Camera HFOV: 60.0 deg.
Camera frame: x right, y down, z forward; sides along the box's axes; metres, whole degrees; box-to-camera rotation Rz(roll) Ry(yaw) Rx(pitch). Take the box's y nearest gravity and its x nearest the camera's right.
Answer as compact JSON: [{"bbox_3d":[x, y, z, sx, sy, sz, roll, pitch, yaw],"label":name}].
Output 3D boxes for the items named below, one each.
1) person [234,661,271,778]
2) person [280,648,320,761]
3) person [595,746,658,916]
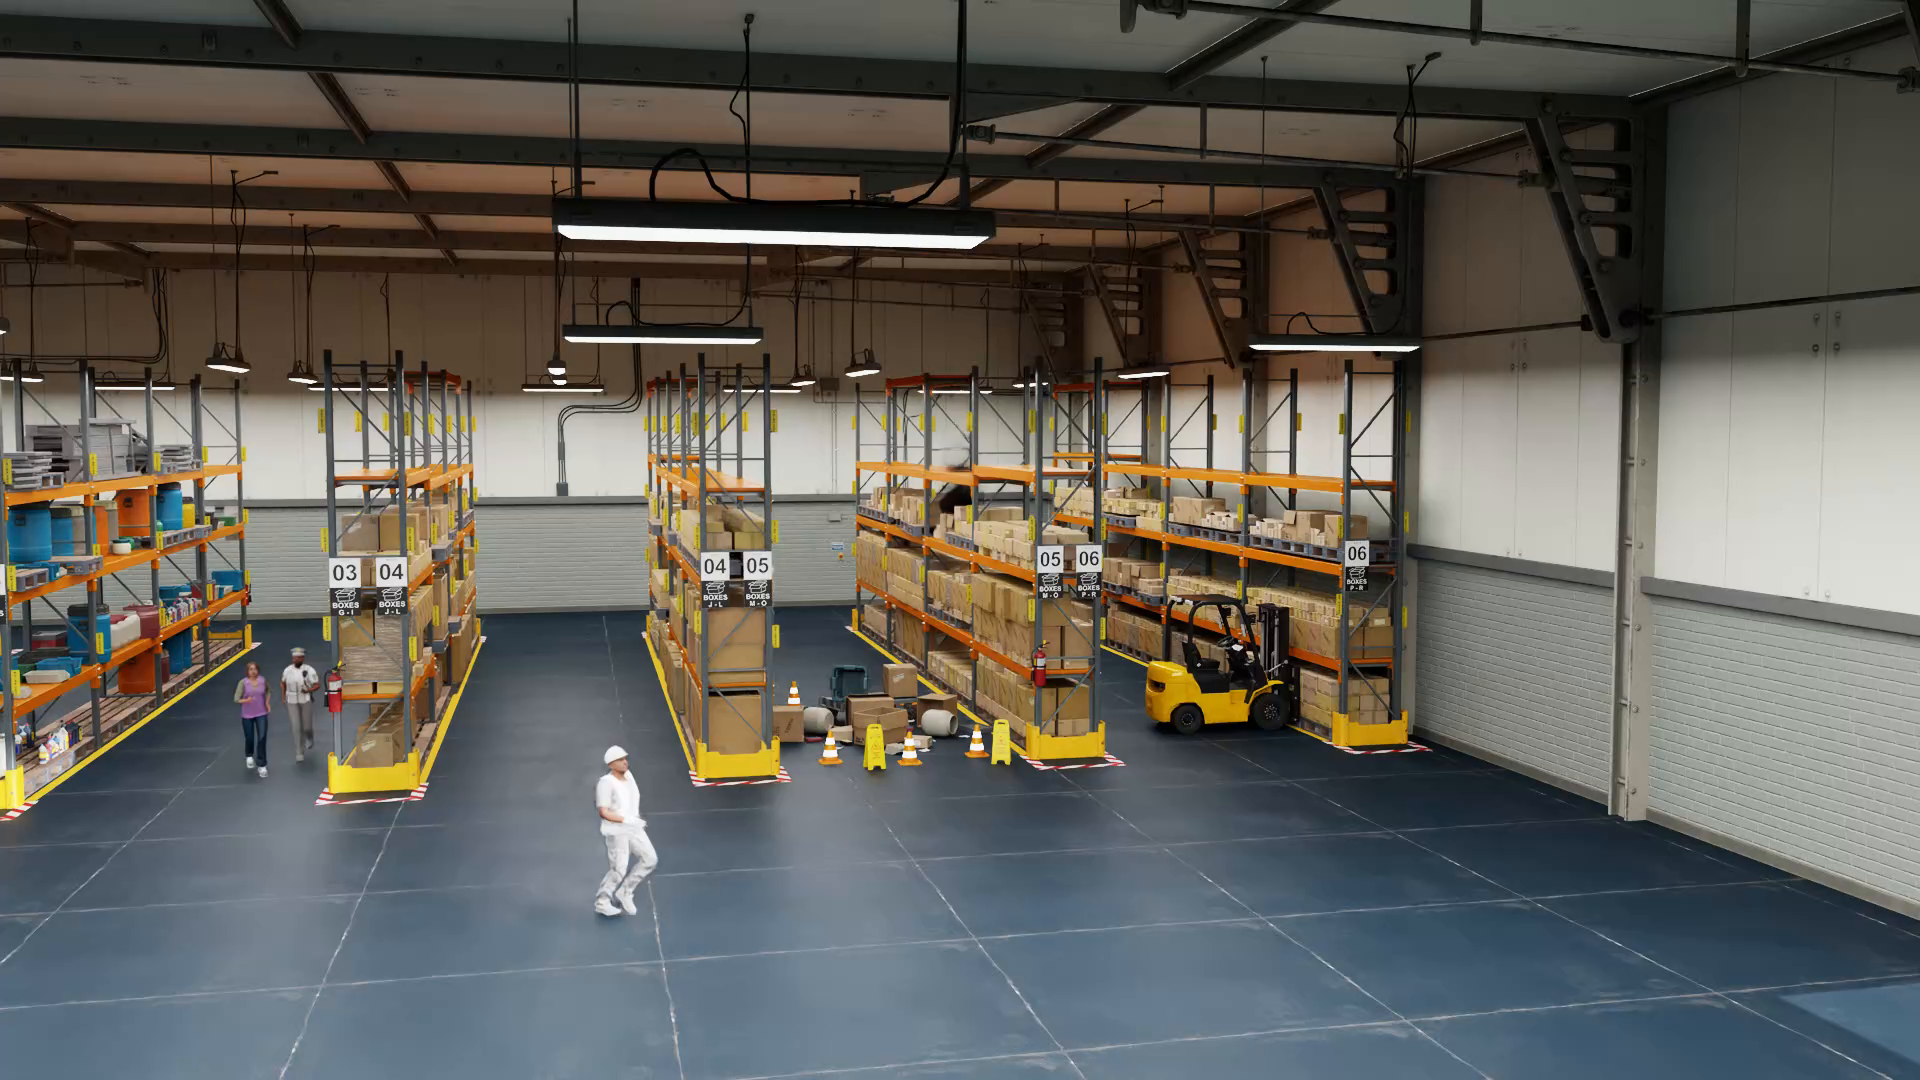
[{"bbox_3d":[-10.068,2.528,23.711,0.531,1.607,0.838,-2,5,-31],"label":"person"},{"bbox_3d":[-9.879,2.430,24.896,0.578,1.664,0.773,-1,4,-14],"label":"person"},{"bbox_3d":[-3.404,2.953,16.872,0.654,1.752,0.695,2,4,21],"label":"person"}]
